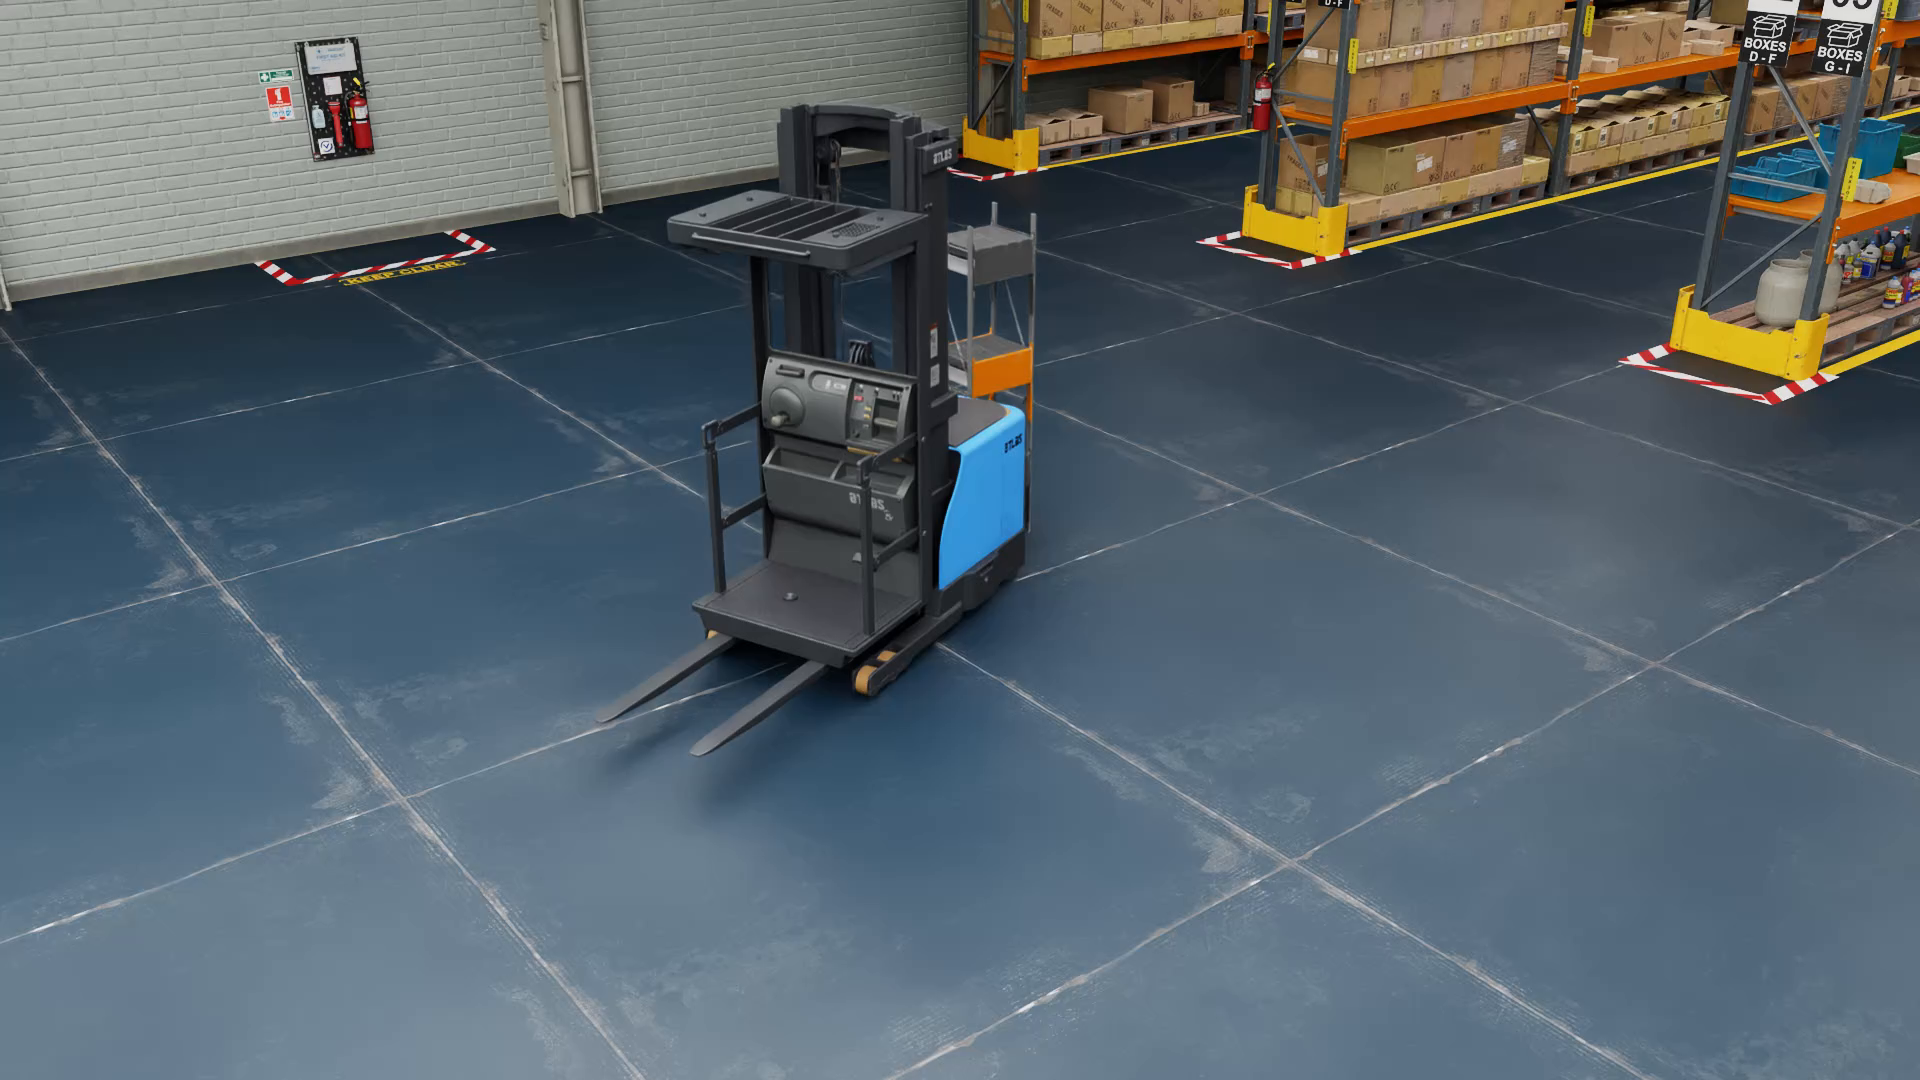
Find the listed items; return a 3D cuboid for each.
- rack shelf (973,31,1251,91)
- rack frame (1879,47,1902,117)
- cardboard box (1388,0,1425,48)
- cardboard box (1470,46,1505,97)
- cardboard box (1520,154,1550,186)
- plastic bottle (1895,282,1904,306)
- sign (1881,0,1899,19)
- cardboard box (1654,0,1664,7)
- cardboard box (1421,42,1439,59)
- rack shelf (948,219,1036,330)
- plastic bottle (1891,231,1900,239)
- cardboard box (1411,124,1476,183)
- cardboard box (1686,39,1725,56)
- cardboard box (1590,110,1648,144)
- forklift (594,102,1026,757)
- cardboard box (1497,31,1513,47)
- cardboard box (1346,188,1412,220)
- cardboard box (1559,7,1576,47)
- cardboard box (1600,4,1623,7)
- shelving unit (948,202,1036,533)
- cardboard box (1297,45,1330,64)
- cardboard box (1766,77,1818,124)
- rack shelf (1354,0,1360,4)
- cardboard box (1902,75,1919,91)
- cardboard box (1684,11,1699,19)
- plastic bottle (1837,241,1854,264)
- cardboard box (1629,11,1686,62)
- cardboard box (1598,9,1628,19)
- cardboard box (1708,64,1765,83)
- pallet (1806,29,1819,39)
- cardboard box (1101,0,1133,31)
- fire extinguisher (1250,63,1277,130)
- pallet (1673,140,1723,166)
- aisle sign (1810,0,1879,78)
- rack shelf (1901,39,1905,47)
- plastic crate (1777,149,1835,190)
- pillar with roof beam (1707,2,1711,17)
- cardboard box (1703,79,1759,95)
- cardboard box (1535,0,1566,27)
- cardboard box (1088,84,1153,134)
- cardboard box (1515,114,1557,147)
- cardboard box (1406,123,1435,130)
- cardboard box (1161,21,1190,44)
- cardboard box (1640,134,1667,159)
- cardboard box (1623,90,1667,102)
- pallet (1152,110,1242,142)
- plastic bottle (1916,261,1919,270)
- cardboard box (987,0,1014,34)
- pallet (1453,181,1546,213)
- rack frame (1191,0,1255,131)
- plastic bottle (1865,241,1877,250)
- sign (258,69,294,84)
[{"bbox_3d":[2.020,-6.323,21.665,4.000,0.370,1.077,-18,31,-34],"label":"rack shelf"},{"bbox_3d":[12.949,-7.607,23.577,0.127,3.000,1.000,-18,31,-34],"label":"rack frame"},{"bbox_3d":[4.334,-5.392,17.146,0.500,0.500,0.700,-19,31,-35],"label":"cardboard box"},{"bbox_3d":[5.500,-5.188,18.247,0.500,0.500,0.700,-18,30,-33],"label":"cardboard box"},{"bbox_3d":[6.424,-4.279,19.174,0.500,0.250,0.500,-18,31,-34],"label":"cardboard box"},{"bbox_3d":[8.260,-2.172,14.669,0.097,0.201,0.097,0,25,0],"label":"plastic bottle"},{"bbox_3d":[6.896,-4.029,12.294,0.005,0.325,0.100,-18,31,-34],"label":"sign"},{"bbox_3d":[12.125,-9.388,29.116,0.250,0.149,0.380,-18,30,-34],"label":"cardboard box"},{"bbox_3d":[4.759,-5.128,17.347,0.250,0.149,0.380,-19,31,-36],"label":"cardboard box"},{"bbox_3d":[0.138,-1.625,10.127,0.480,0.518,0.431,-19,31,-35],"label":"rack shelf"},{"bbox_3d":[8.949,-2.820,15.976,0.135,0.276,0.152,-17,30,-32],"label":"plastic bottle"},{"bbox_3d":[5.247,-4.227,18.172,0.500,0.500,0.500,-18,31,-34],"label":"cardboard box"},{"bbox_3d":[9.264,-6.128,20.690,0.250,0.149,0.380,-18,31,-34],"label":"cardboard box"},{"bbox_3d":[7.936,-5.014,20.092,0.500,0.311,0.500,-19,31,-36],"label":"cardboard box"},{"bbox_3d":[-0.776,-0.710,8.797,1.130,2.935,3.031,14,28,27],"label":"forklift"},{"bbox_3d":[5.770,-5.463,18.068,0.250,0.149,0.380,-18,31,-34],"label":"cardboard box"},{"bbox_3d":[4.457,-3.629,17.774,0.500,0.250,0.500,-18,31,-34],"label":"cardboard box"},{"bbox_3d":[9.458,-8.250,27.018,0.750,0.750,0.750,-18,30,-33],"label":"cardboard box"},{"bbox_3d":[11.124,-9.057,28.403,0.250,0.149,0.380,-18,30,-34],"label":"cardboard box"},{"bbox_3d":[0.138,-1.002,10.416,0.503,2.100,0.431,-19,31,-35],"label":"shelving unit"},{"bbox_3d":[3.689,-4.991,17.052,0.250,0.149,0.380,-19,31,-35],"label":"cardboard box"},{"bbox_3d":[11.142,-5.923,22.397,0.500,0.500,0.500,-19,31,-35],"label":"cardboard box"},{"bbox_3d":[5.080,-6.043,17.500,4.000,0.370,1.077,-18,31,-34],"label":"rack shelf"},{"bbox_3d":[14.087,-6.786,24.652,0.250,0.166,0.380,-18,31,-34],"label":"cardboard box"},{"bbox_3d":[12.548,-9.127,29.324,0.500,0.500,0.700,-18,31,-34],"label":"cardboard box"},{"bbox_3d":[8.187,-2.605,15.423,0.185,0.351,0.144,-17,30,-32],"label":"plastic bottle"},{"bbox_3d":[8.491,-6.172,20.366,0.500,0.500,0.500,-20,32,-37],"label":"cardboard box"},{"bbox_3d":[10.923,-8.786,27.819,0.250,0.149,0.380,-17,30,-32],"label":"cardboard box"},{"bbox_3d":[10.434,-6.310,22.339,0.500,0.250,0.500,-17,30,-32],"label":"cardboard box"},{"bbox_3d":[11.329,-6.987,22.470,1.213,0.211,1.003,-18,31,-34],"label":"pallet"},{"bbox_3d":[1.813,-6.692,20.870,0.500,0.500,0.500,-19,31,-36],"label":"cardboard box"},{"bbox_3d":[3.127,-4.578,17.142,0.183,0.674,0.296,-18,31,-34],"label":"fire extinguisher"},{"bbox_3d":[9.130,-5.102,21.492,1.213,0.211,1.003,-18,31,-34],"label":"pallet"},{"bbox_3d":[6.684,-3.911,12.526,0.004,0.787,0.394,-18,31,-34],"label":"aisle sign"},{"bbox_3d":[14.523,-7.800,24.848,4.000,0.370,1.077,-18,31,-34],"label":"rack shelf"},{"bbox_3d":[7.284,-3.176,14.207,0.408,0.251,0.499,-18,31,-34],"label":"plastic crate"},{"bbox_3d":[17.285,-12.569,27.142,0.400,9.000,9.100,-18,31,-34],"label":"pillar with roof beam"},{"bbox_3d":[10.393,-5.954,22.463,0.500,0.500,0.500,-17,30,-32],"label":"cardboard box"},{"bbox_3d":[6.309,-6.045,18.552,0.500,0.500,0.700,-18,30,-34],"label":"cardboard box"},{"bbox_3d":[2.103,-5.667,21.845,0.500,0.500,0.700,-21,32,-37],"label":"cardboard box"},{"bbox_3d":[6.796,-4.926,19.903,0.500,0.311,0.500,-18,31,-34],"label":"cardboard box"},{"bbox_3d":[4.917,-4.405,18.554,0.500,0.500,0.500,-18,31,-34],"label":"cardboard box"},{"bbox_3d":[2.625,-6.624,21.613,0.500,0.250,0.500,-18,31,-34],"label":"cardboard box"},{"bbox_3d":[8.334,-4.894,20.500,0.500,0.250,0.500,-18,30,-33],"label":"cardboard box"},{"bbox_3d":[8.800,-5.587,21.327,0.500,0.311,0.500,-19,31,-35],"label":"cardboard box"},{"bbox_3d":[3.087,-5.717,22.819,1.213,0.211,1.003,-18,31,-34],"label":"pallet"},{"bbox_3d":[8.777,-2.452,15.174,0.133,0.283,0.061,-18,31,-34],"label":"plastic bottle"},{"bbox_3d":[0.686,-6.604,20.679,0.500,0.500,0.500,-19,31,-35],"label":"cardboard box"},{"bbox_3d":[6.002,-4.071,19.271,1.213,0.211,1.003,-18,31,-34],"label":"pallet"},{"bbox_3d":[3.594,-7.169,22.633,0.127,3.000,1.000,-18,31,-34],"label":"rack frame"},{"bbox_3d":[8.575,-2.677,15.673,0.097,0.271,0.097,0,25,0],"label":"plastic bottle"},{"bbox_3d":[-6.716,-4.555,16.330,0.331,0.109,0.001,-18,31,-34],"label":"sign"}]
